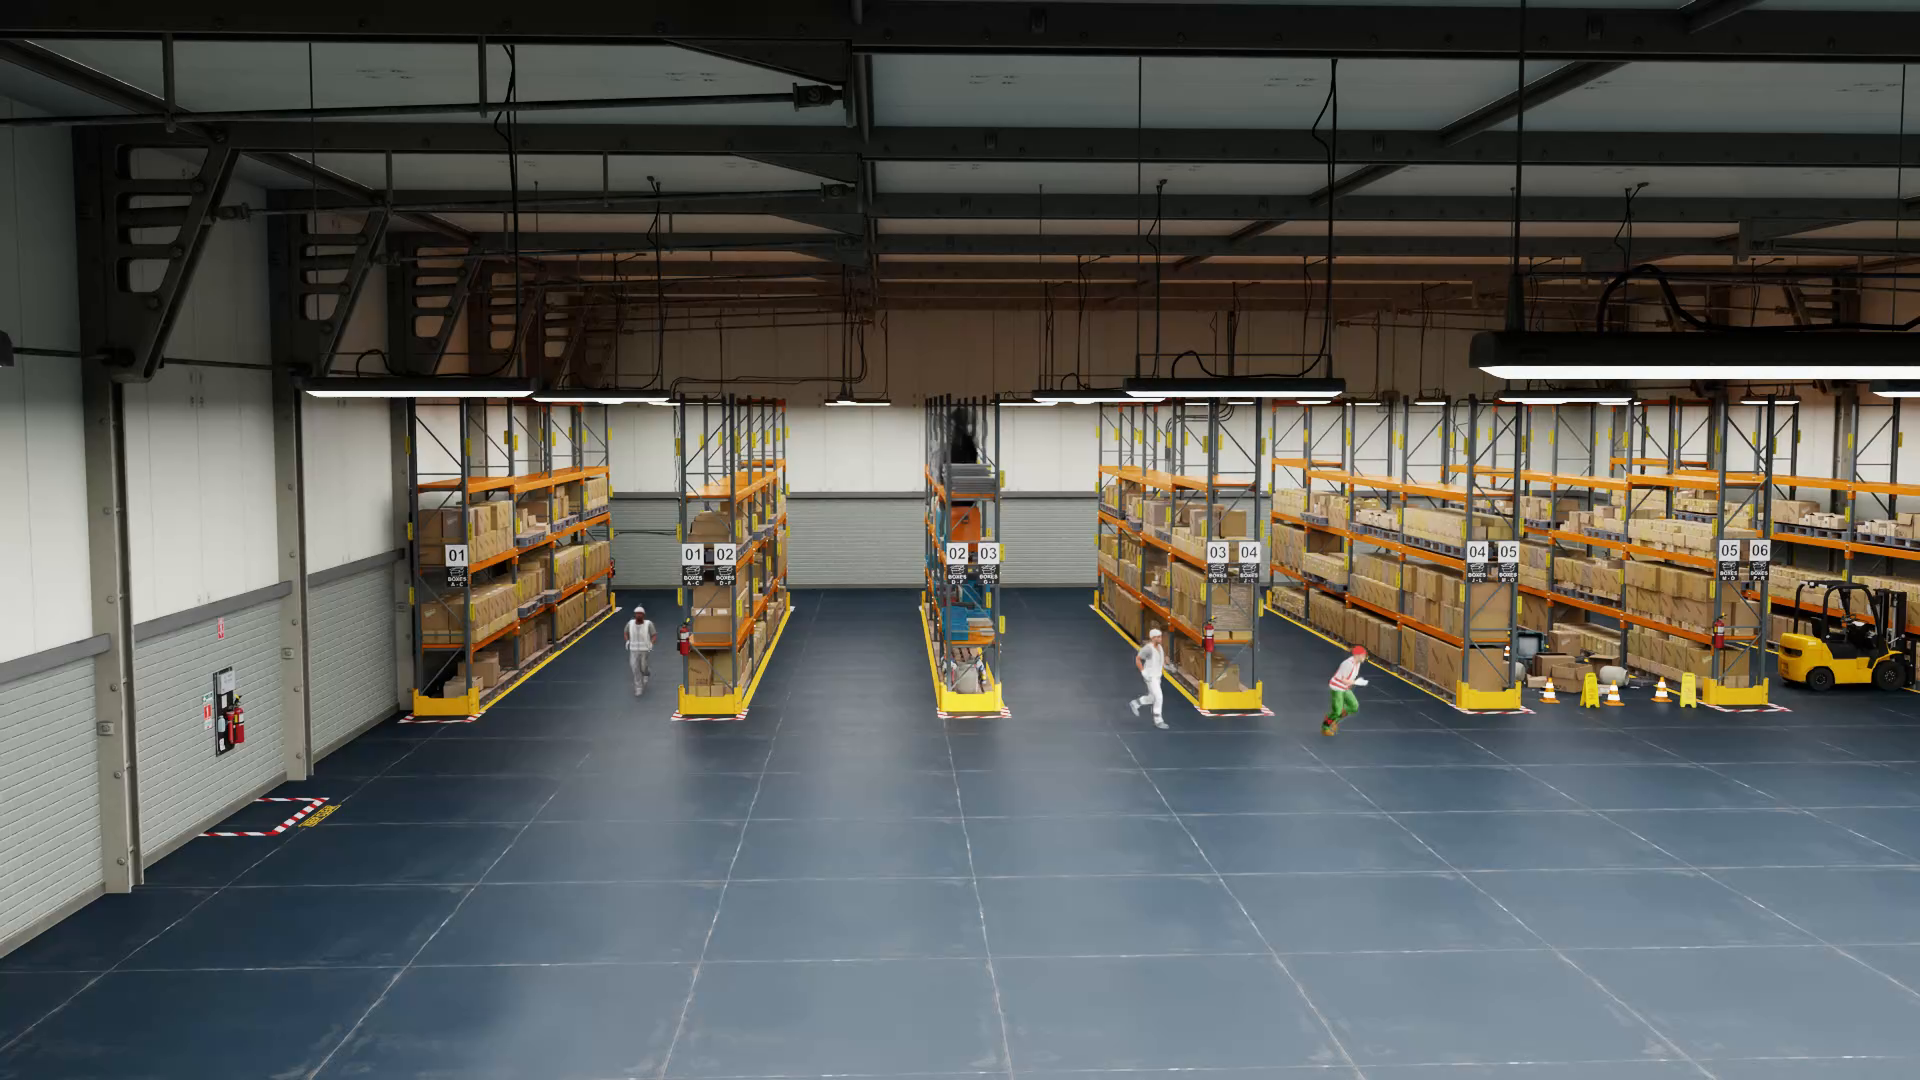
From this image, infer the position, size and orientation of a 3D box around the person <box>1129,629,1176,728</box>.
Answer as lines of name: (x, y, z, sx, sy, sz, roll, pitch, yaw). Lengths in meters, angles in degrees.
person: (3.406, 2.478, 30.043, 0.900, 1.775, 0.631, 4, 6, 38)

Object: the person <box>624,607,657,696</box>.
person: (-6.444, 2.216, 33.463, 0.681, 1.759, 0.778, 0, 5, -1)

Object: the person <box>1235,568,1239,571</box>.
person: (8.015, 1.030, 48.694, 0.520, 1.684, 0.708, -1, 5, -17)

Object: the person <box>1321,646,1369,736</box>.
person: (6.738, 2.624, 28.985, 0.895, 1.608, 0.701, 3, 6, 37)
